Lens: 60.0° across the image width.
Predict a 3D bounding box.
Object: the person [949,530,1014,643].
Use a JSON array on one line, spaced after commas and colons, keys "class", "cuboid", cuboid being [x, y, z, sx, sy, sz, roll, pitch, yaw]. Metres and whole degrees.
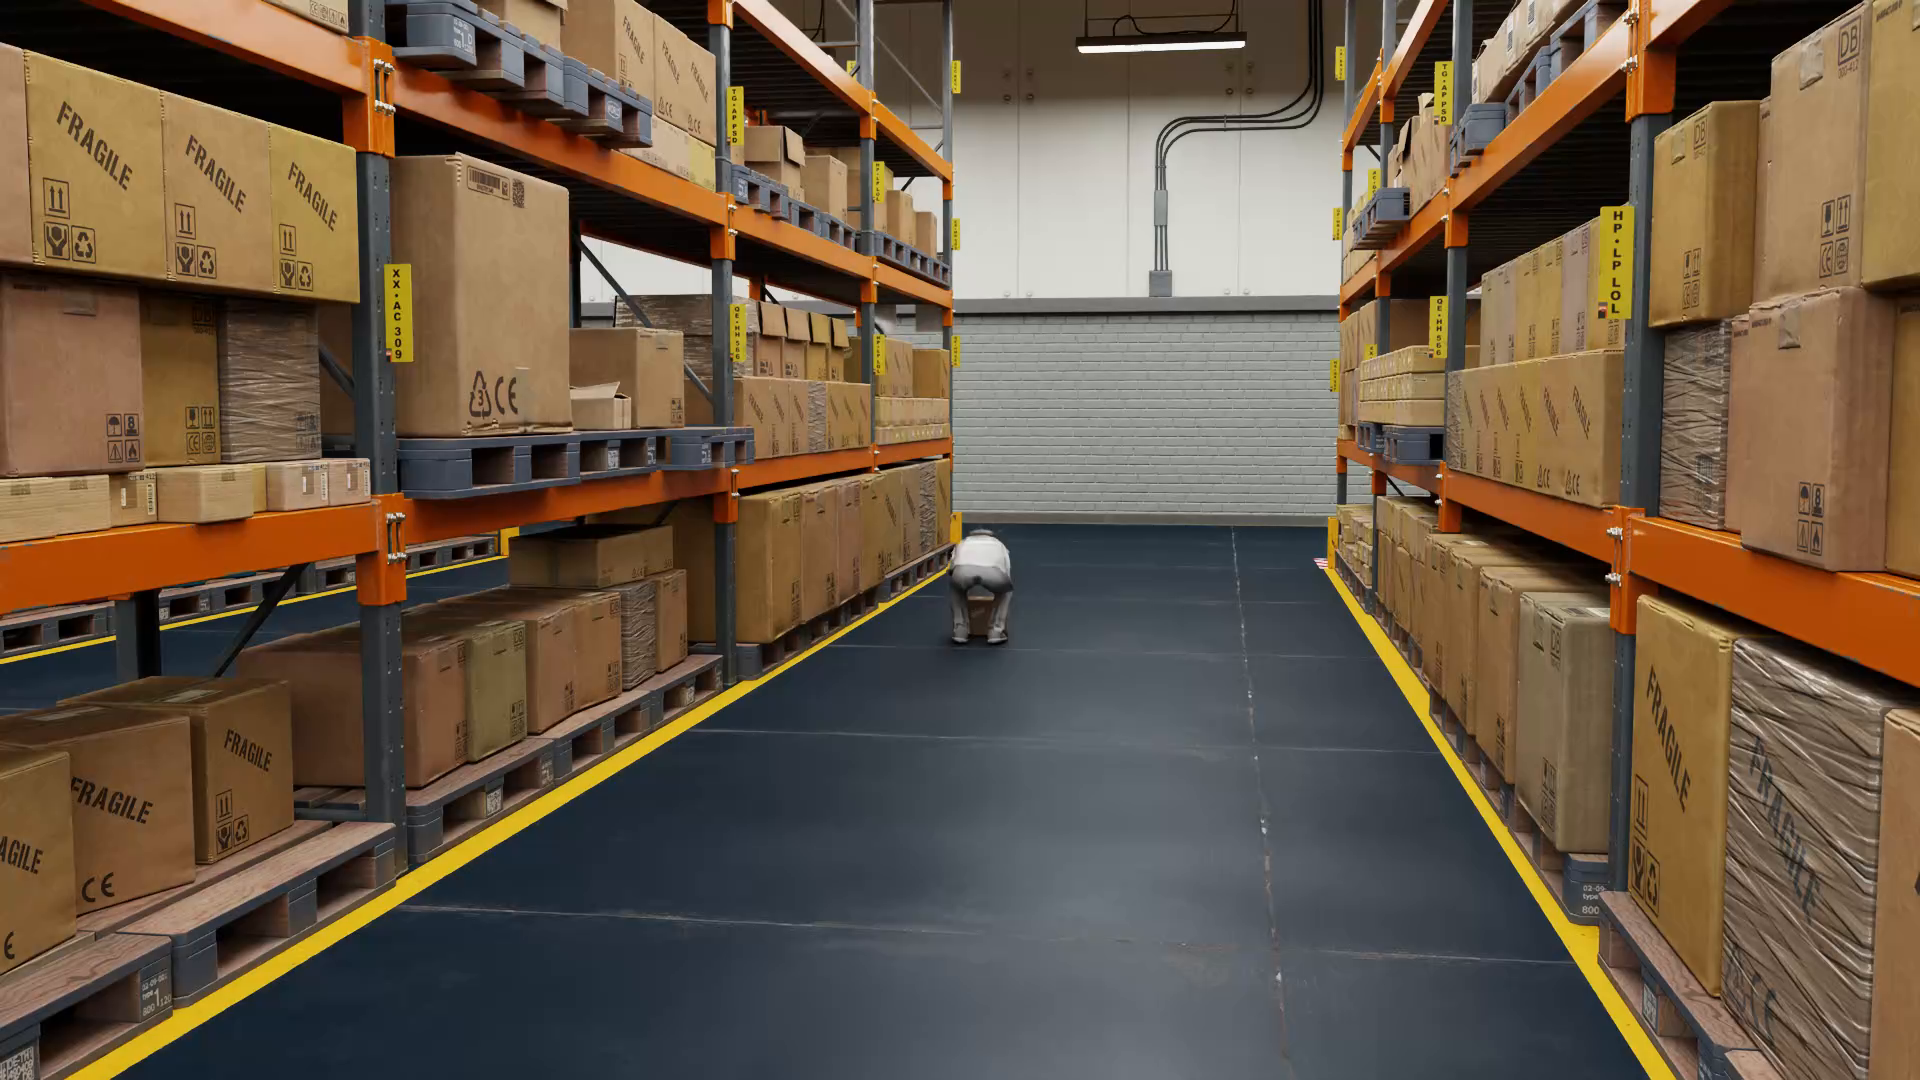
[{"class": "person", "cuboid": [0.145, 0.330, 11.625, 0.456, 0.761, 0.915, 0, 5, 6]}]
